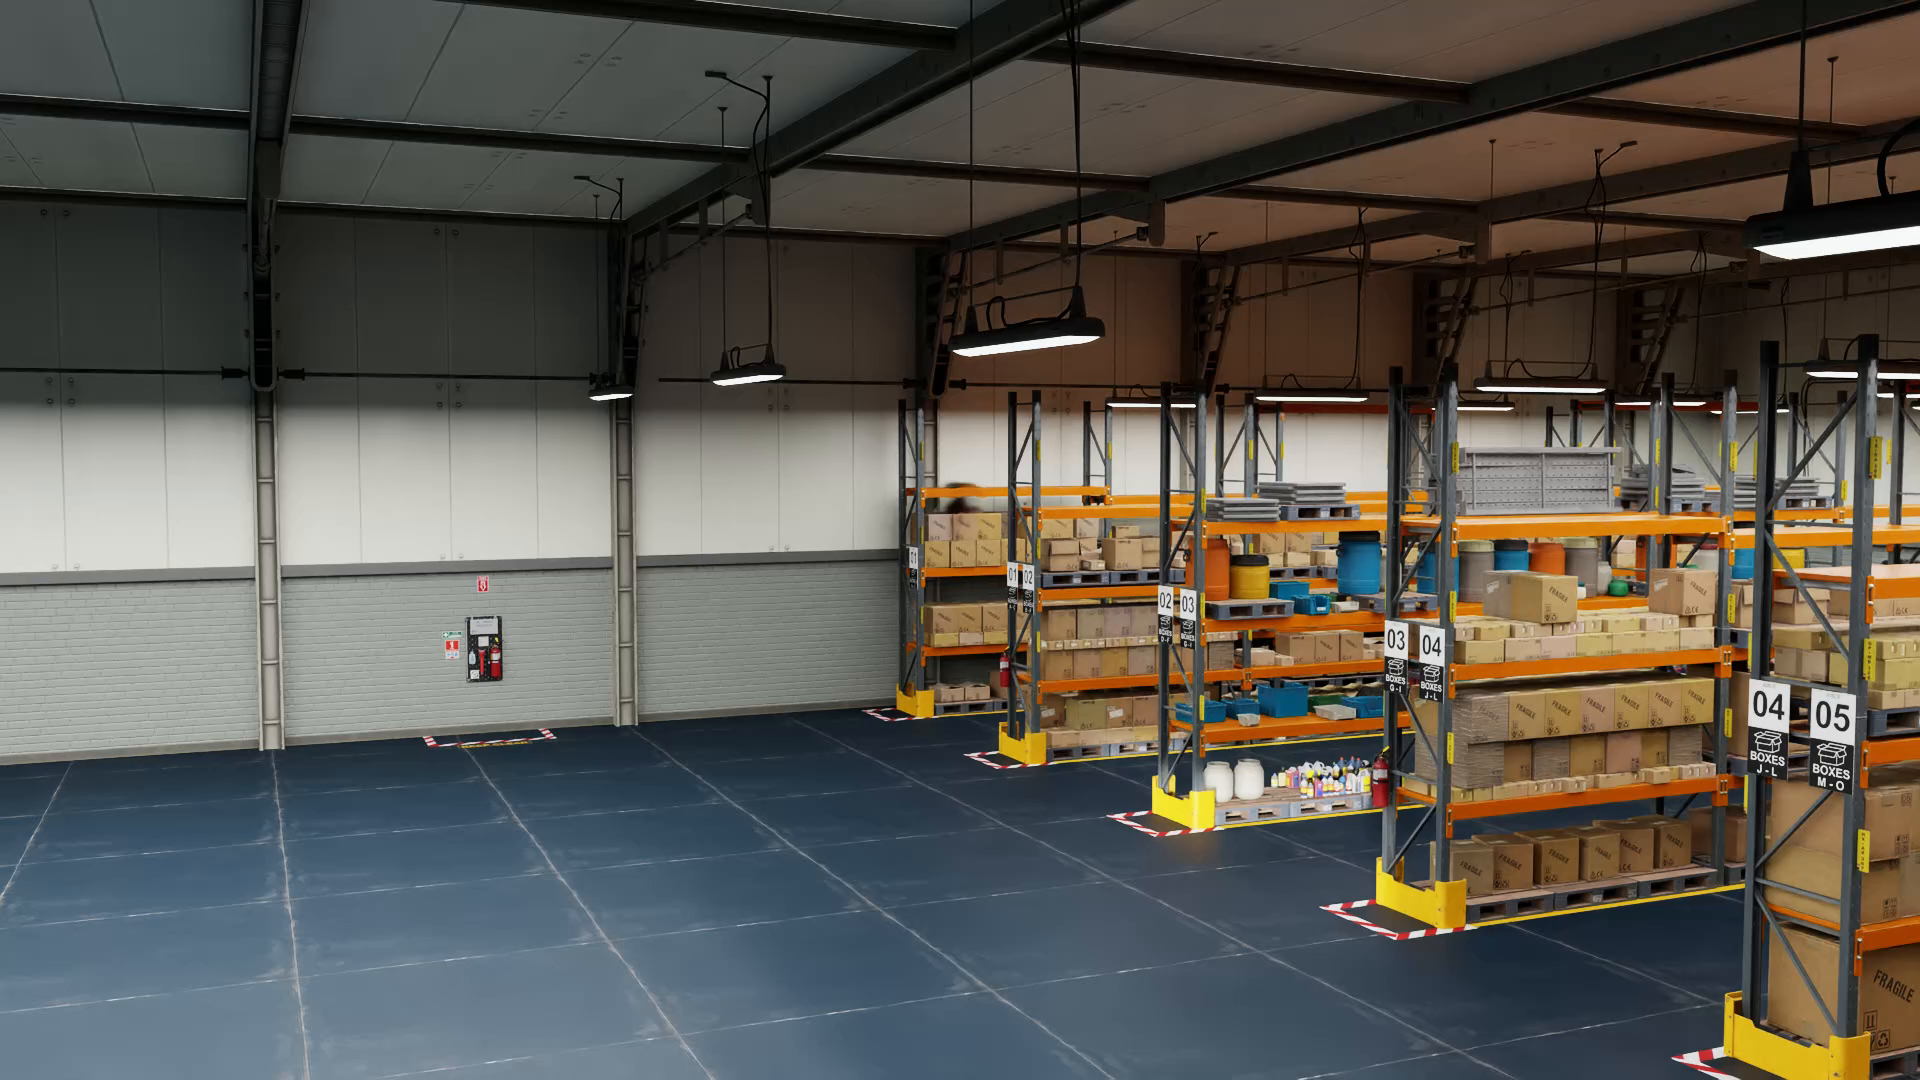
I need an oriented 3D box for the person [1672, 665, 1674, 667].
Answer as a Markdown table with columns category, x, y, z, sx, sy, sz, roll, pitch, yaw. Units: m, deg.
| category | x | y | z | sx | sy | sz | roll | pitch | yaw |
| --- | --- | --- | --- | --- | --- | --- | --- | --- | --- |
| person | 16.213 | 2.089 | 37.280 | 1.052 | 1.735 | 0.545 | -2 | 4 | -28 |
